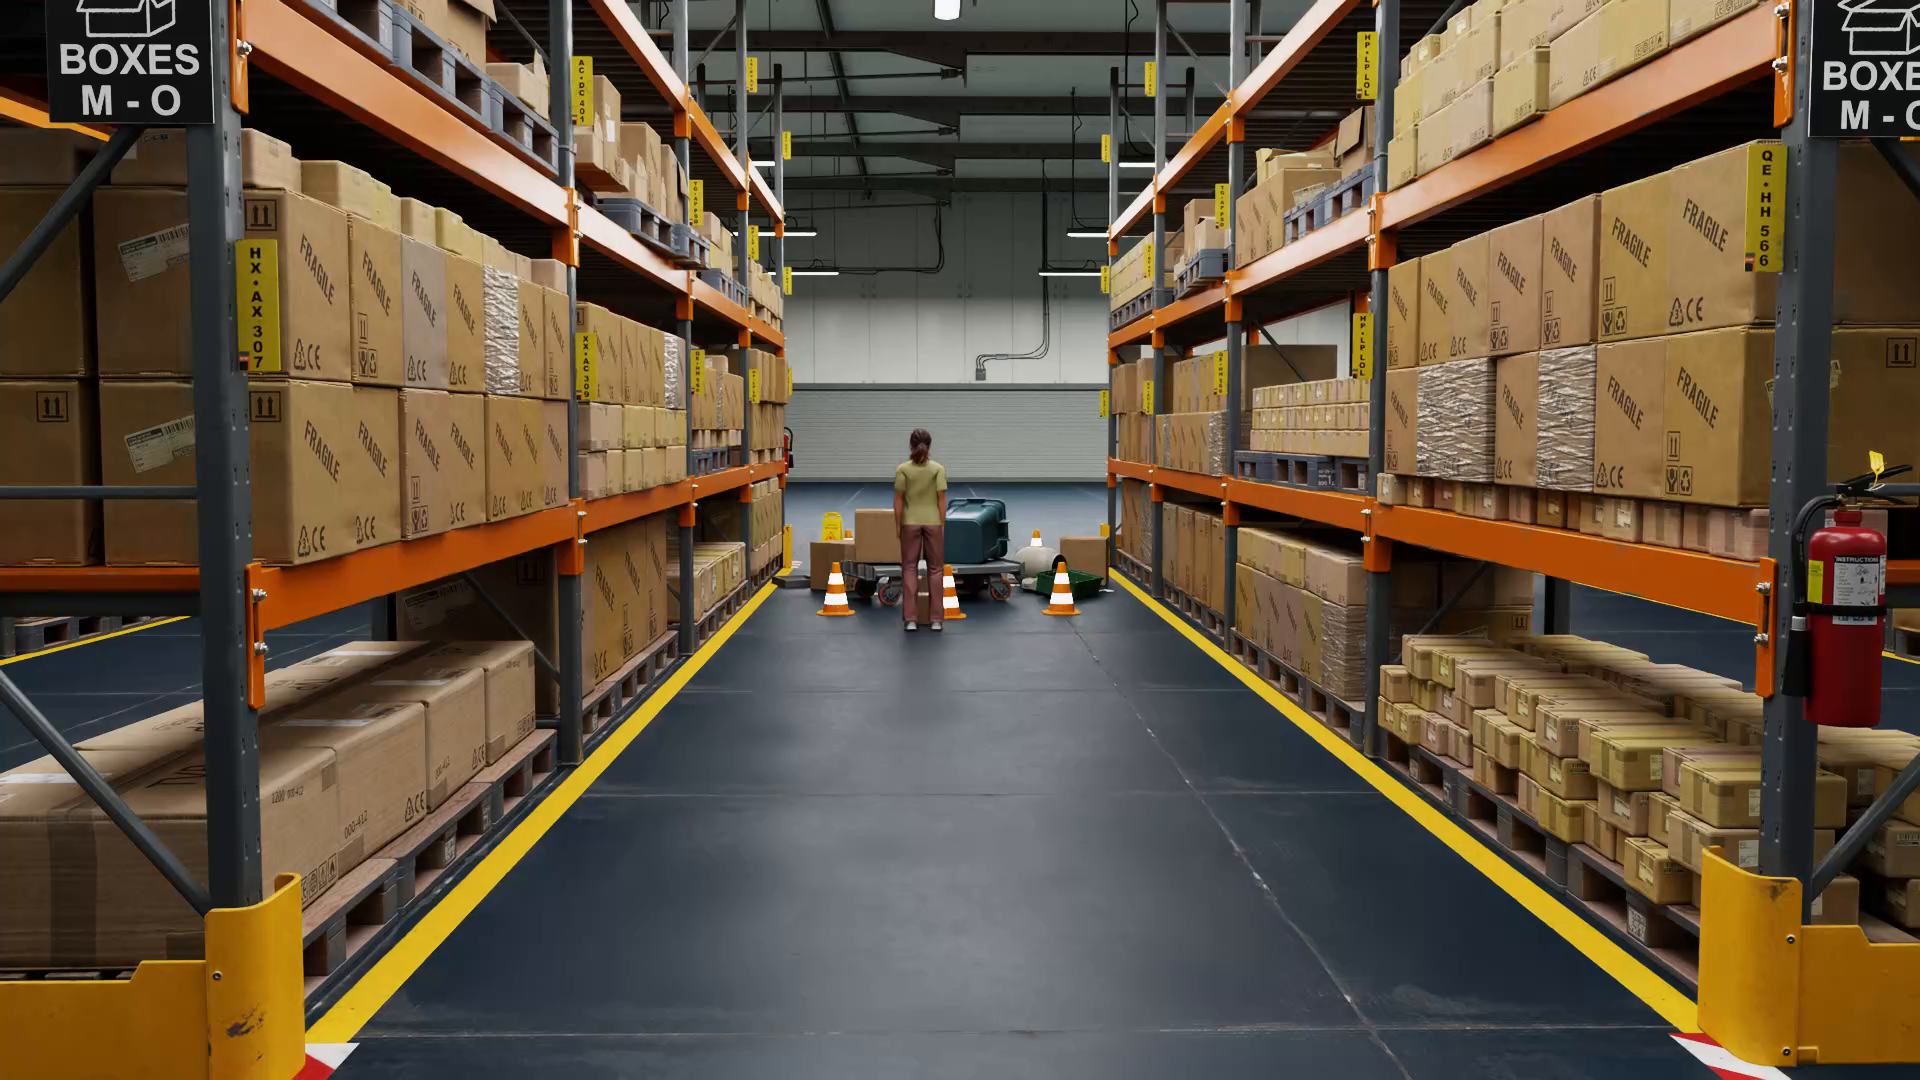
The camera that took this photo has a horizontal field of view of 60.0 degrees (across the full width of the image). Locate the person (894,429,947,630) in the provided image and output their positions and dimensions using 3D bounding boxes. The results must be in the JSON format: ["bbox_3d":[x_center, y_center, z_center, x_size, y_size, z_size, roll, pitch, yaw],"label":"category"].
[{"bbox_3d":[-0.327,-0.085,13.794,0.445,1.673,0.363,0,4,0],"label":"person"}]
